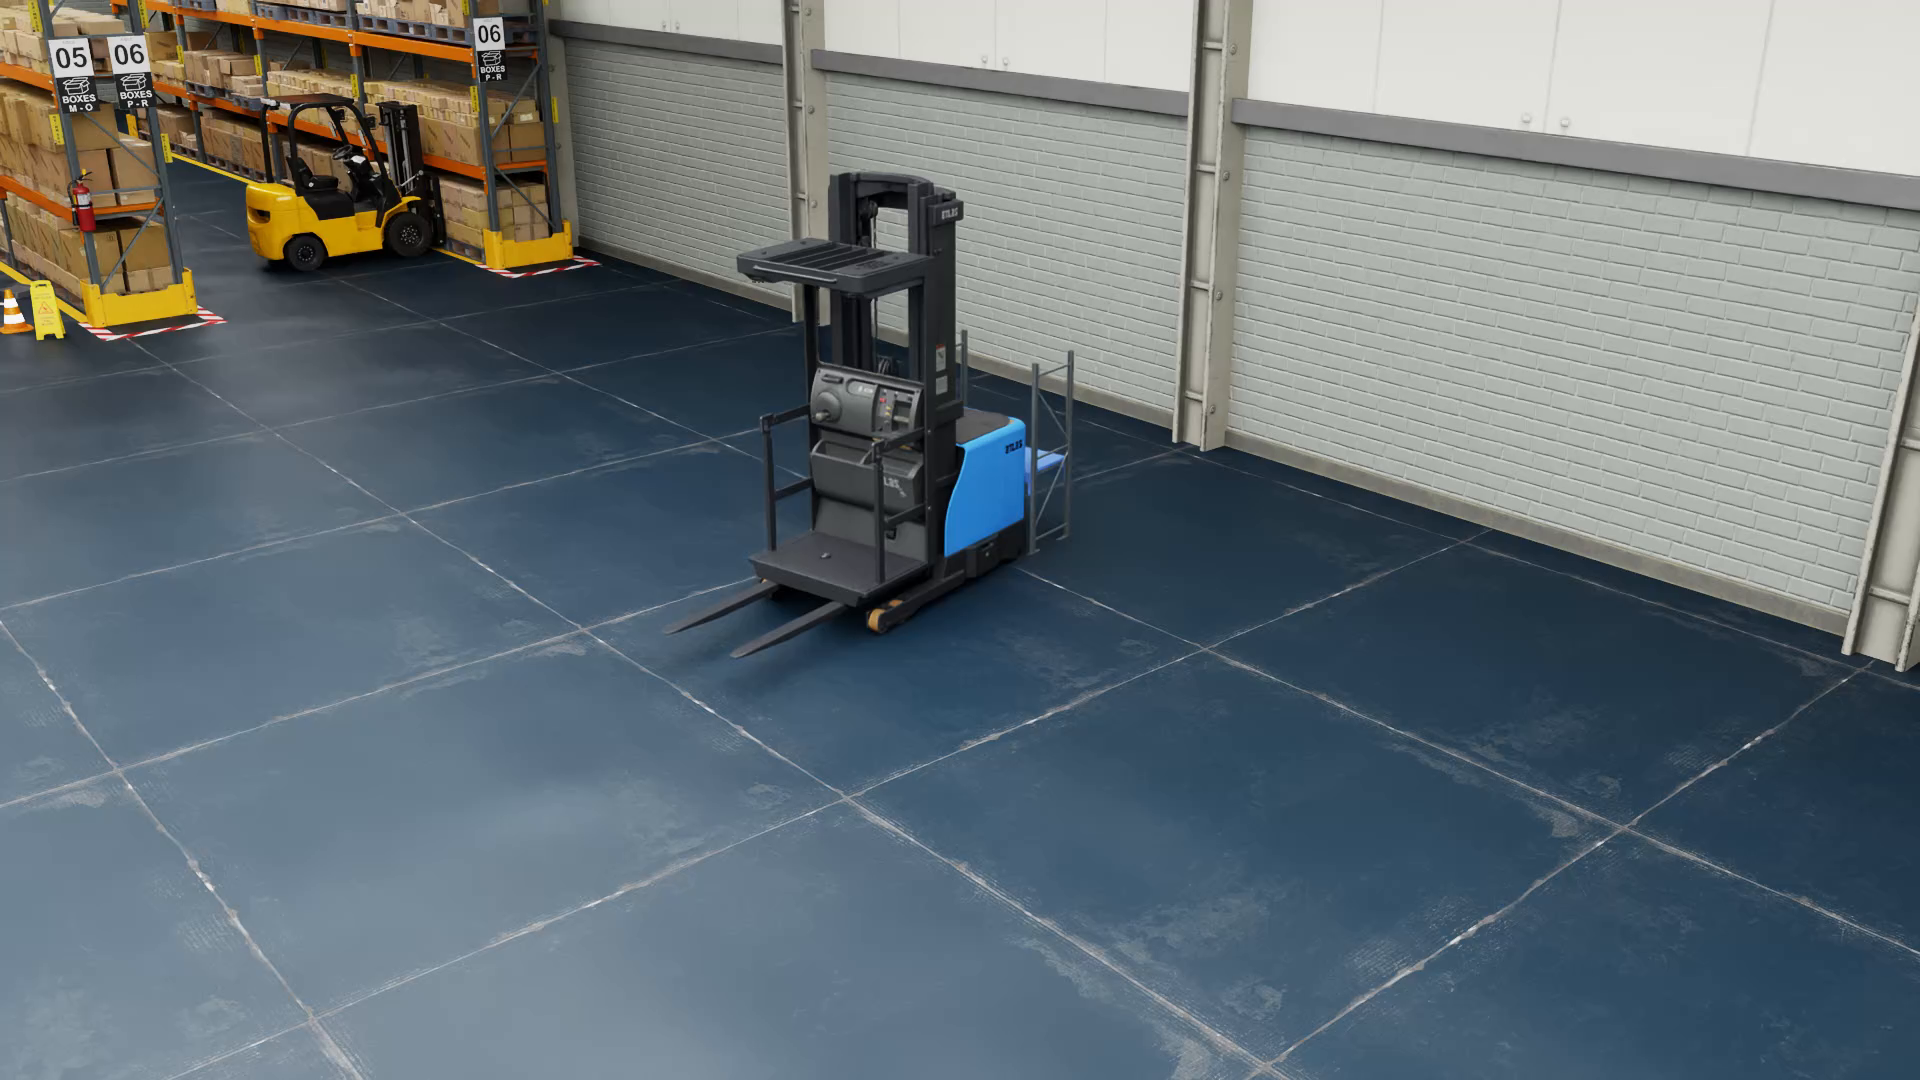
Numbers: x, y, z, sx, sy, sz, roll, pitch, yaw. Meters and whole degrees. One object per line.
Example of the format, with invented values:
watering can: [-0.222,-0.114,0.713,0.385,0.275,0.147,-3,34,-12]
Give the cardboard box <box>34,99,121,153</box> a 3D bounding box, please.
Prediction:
cardboard box: [-10.125,-4.752,19.087,0.700,0.500,0.500,-18,28,-39]

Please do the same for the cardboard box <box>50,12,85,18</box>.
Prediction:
cardboard box: [-10.674,-6.238,19.935,0.380,0.149,0.250,-17,27,-36]

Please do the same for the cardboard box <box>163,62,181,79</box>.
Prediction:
cardboard box: [-14.557,-8.796,31.127,0.500,0.250,0.500,-17,27,-37]

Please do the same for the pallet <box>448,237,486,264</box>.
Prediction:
pallet: [-6.399,-4.098,23.156,1.003,0.211,1.213,-17,27,-37]

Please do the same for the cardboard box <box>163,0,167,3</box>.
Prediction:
cardboard box: [-14.318,-9.887,30.346,0.380,0.149,0.250,-18,27,-38]

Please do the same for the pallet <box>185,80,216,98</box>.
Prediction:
pallet: [-13.263,-8.174,30.004,1.003,0.211,1.213,-17,27,-37]

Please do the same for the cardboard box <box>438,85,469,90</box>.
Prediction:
cardboard box: [-7.231,-6.409,23.800,0.380,0.149,0.250,-18,28,-38]

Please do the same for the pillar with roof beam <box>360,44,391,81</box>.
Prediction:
pillar with roof beam: [-12.818,-9.028,23.695,9.100,9.000,0.400,-17,27,-37]

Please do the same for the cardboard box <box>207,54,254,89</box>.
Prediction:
cardboard box: [-12.705,-8.205,29.108,0.700,0.500,0.500,-18,27,-38]

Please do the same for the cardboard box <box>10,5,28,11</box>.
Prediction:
cardboard box: [-11.865,-6.733,21.198,0.380,0.149,0.250,-17,27,-36]

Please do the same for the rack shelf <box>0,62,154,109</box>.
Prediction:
rack shelf: [-10.932,-5.626,20.109,1.077,0.370,4.000,-17,27,-37]

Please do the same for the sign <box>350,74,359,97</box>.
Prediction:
sign: [-8.884,-6.670,24.422,0.100,0.325,0.005,-17,27,-37]

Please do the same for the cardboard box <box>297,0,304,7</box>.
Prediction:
cardboard box: [-9.931,-8.266,25.495,0.380,0.149,0.250,-18,28,-38]

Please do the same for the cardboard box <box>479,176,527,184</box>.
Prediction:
cardboard box: [-6.368,-4.891,23.181,0.500,0.250,0.500,-17,27,-37]

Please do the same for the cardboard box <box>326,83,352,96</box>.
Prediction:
cardboard box: [-9.445,-6.878,25.406,0.380,0.149,0.250,-19,28,-39]

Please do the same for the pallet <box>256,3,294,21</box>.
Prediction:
pallet: [-10.580,-8.548,26.840,1.213,0.211,1.003,-16,26,-35]

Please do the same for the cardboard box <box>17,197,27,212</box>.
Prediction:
cardboard box: [-11.684,-4.266,21.039,0.380,0.149,0.250,-16,27,-35]

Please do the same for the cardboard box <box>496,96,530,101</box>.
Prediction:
cardboard box: [-6.052,-5.914,22.535,0.380,0.149,0.250,-16,27,-36]

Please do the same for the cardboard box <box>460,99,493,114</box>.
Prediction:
cardboard box: [-6.447,-5.791,22.223,0.380,0.149,0.250,-17,27,-37]

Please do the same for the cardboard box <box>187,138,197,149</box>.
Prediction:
cardboard box: [-14.288,-7.462,31.256,0.380,0.149,0.250,-18,28,-39]

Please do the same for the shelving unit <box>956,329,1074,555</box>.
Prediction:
shelving unit: [0.293,-0.776,12.908,1.048,1.500,0.538,16,26,35]

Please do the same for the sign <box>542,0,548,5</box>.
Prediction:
sign: [-5.444,-7.166,21.746,0.100,0.325,0.005,-17,27,-37]

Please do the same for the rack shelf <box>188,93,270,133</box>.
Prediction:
rack shelf: [-12.396,-7.623,29.319,1.077,0.370,4.000,-17,27,-37]

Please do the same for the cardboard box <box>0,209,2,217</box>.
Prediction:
cardboard box: [-13.054,-4.431,23.212,0.950,0.372,0.625,-15,26,-34]

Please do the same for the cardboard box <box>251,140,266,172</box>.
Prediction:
cardboard box: [-11.848,-6.643,28.683,0.500,0.500,0.500,-18,28,-38]

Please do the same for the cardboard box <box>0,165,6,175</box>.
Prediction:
cardboard box: [-12.275,-4.837,21.565,0.380,0.149,0.250,-18,27,-38]

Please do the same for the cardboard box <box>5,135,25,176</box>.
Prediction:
cardboard box: [-11.498,-4.839,20.682,0.500,0.500,0.500,-18,28,-38]

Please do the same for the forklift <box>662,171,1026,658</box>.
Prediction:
forklift: [-0.780,-0.930,11.341,1.130,2.935,3.031,15,26,34]

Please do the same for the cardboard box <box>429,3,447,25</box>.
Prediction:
cardboard box: [-6.805,-6.998,22.095,0.396,0.266,0.258,-17,27,-37]

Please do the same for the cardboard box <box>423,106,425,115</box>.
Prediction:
cardboard box: [-7.258,-6.011,23.193,0.380,0.149,0.250,-18,27,-38]

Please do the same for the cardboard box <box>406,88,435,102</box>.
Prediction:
cardboard box: [-7.595,-6.291,23.499,0.380,0.149,0.250,-18,27,-38]

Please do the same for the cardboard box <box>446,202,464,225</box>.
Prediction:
cardboard box: [-6.742,-4.544,22.981,0.500,0.250,0.500,-18,28,-38]

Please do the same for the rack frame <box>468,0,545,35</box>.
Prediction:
rack frame: [-5.869,-7.988,21.040,1.000,3.000,0.127,-17,27,-37]

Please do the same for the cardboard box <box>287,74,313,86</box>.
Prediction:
cardboard box: [-10.563,-7.388,26.707,0.380,0.149,0.250,-17,27,-37]

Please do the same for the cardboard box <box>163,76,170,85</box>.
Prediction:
cardboard box: [-14.814,-8.697,31.420,0.380,0.149,0.250,-18,28,-38]

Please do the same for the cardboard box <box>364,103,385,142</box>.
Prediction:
cardboard box: [-8.388,-6.162,24.466,0.500,0.500,0.500,-18,28,-39]

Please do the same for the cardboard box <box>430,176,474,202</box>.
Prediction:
cardboard box: [-7.080,-4.905,23.218,0.500,0.250,0.500,-17,27,-37]

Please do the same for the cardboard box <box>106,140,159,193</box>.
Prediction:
cardboard box: [-9.726,-4.394,19.545,0.500,0.500,0.500,-18,28,-38]

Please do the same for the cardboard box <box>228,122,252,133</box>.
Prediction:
cardboard box: [-12.769,-7.335,29.562,0.380,0.149,0.250,-16,27,-36]

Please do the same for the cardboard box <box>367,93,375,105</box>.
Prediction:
cardboard box: [-8.471,-6.498,24.434,0.380,0.149,0.250,-18,28,-38]

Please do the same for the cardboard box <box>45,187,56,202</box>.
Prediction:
cardboard box: [-10.624,-4.131,19.762,0.380,0.149,0.250,-17,27,-37]

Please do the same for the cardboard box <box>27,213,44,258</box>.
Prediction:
cardboard box: [-11.361,-3.866,20.907,0.500,0.500,0.500,-16,26,-35]

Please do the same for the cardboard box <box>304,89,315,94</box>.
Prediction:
cardboard box: [-9.980,-6.965,26.173,0.500,0.250,0.500,-17,27,-37]

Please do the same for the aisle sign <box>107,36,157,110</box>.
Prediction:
aisle sign: [-9.351,-5.279,18.785,0.394,0.787,0.004,-17,27,-37]

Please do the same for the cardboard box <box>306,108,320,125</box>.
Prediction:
cardboard box: [-9.983,-6.730,26.259,0.500,0.250,0.500,-16,27,-36]

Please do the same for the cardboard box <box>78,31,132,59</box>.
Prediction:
cardboard box: [-9.753,-5.680,19.057,0.500,0.250,0.500,-18,28,-38]

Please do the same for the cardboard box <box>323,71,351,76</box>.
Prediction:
cardboard box: [-10.134,-7.529,27.067,0.380,0.149,0.250,-18,28,-38]

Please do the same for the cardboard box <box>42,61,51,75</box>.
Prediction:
cardboard box: [-10.071,-5.324,18.695,0.380,0.149,0.250,-17,27,-37]

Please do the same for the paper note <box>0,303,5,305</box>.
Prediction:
paper note: [-11.733,-2.887,20.314,0.148,0.019,0.142,12,24,27]

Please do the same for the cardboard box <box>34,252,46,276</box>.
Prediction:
cardboard box: [-11.352,-3.514,21.038,0.500,0.250,0.500,-18,28,-38]

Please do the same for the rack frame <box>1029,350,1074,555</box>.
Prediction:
rack frame: [0.694,-0.661,12.616,0.032,1.500,0.500,16,26,35]

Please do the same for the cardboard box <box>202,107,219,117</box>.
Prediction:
cardboard box: [-13.623,-7.834,30.427,0.380,0.149,0.250,-18,28,-38]

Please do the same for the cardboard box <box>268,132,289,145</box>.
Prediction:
cardboard box: [-11.605,-6.815,28.232,0.380,0.149,0.250,-19,28,-40]

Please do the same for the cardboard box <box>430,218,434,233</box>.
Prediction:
cardboard box: [-7.408,-4.583,23.766,0.500,0.250,0.500,-16,27,-36]

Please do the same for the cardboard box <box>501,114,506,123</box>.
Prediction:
cardboard box: [-6.103,-5.752,22.530,0.380,0.149,0.250,-17,27,-37]

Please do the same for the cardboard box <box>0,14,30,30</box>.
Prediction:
cardboard box: [-11.097,-6.102,19.588,0.380,0.149,0.250,-17,27,-36]
